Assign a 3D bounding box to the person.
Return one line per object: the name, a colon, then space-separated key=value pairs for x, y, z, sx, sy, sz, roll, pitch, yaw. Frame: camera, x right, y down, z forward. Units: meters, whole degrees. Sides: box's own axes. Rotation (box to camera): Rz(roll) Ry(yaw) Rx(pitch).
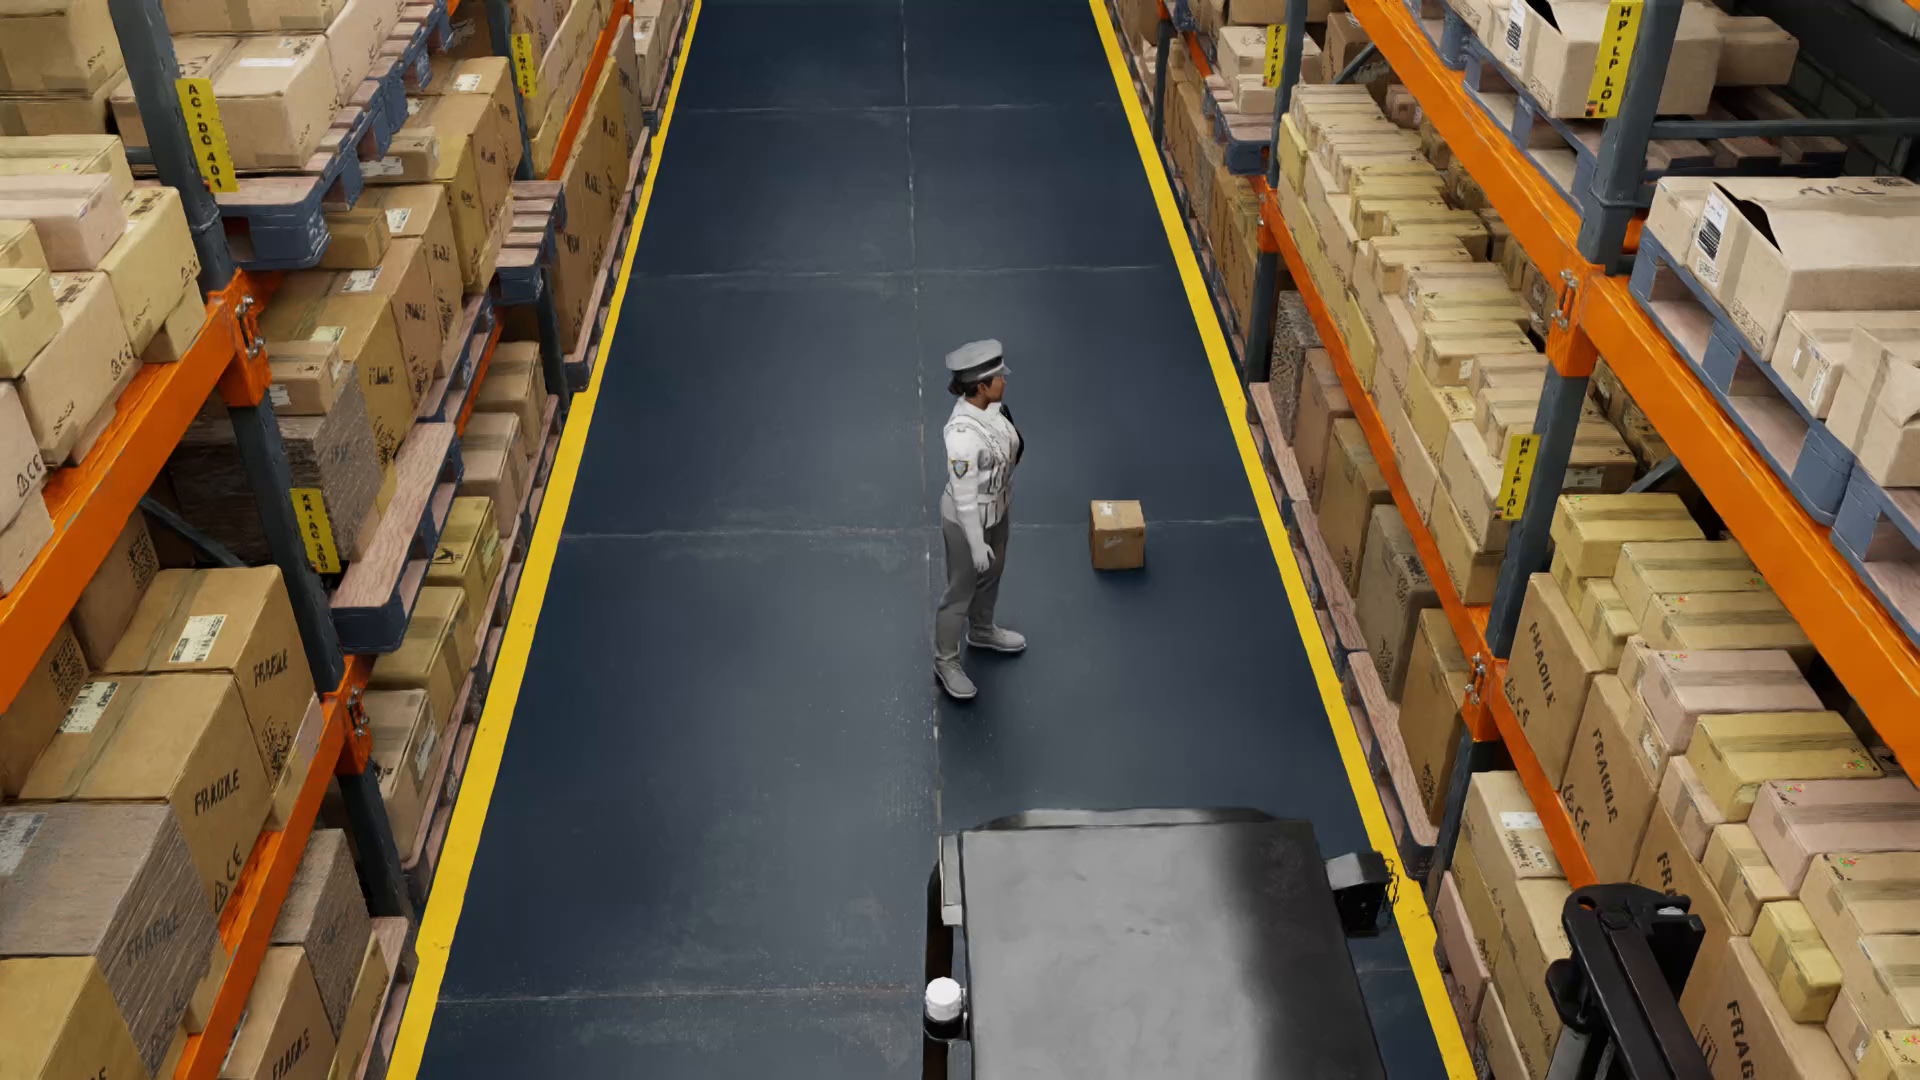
person: x=0.084 y=-0.109 z=7.298 sx=0.355 sy=1.691 sz=0.561 roll=11 pitch=37 yaw=16
